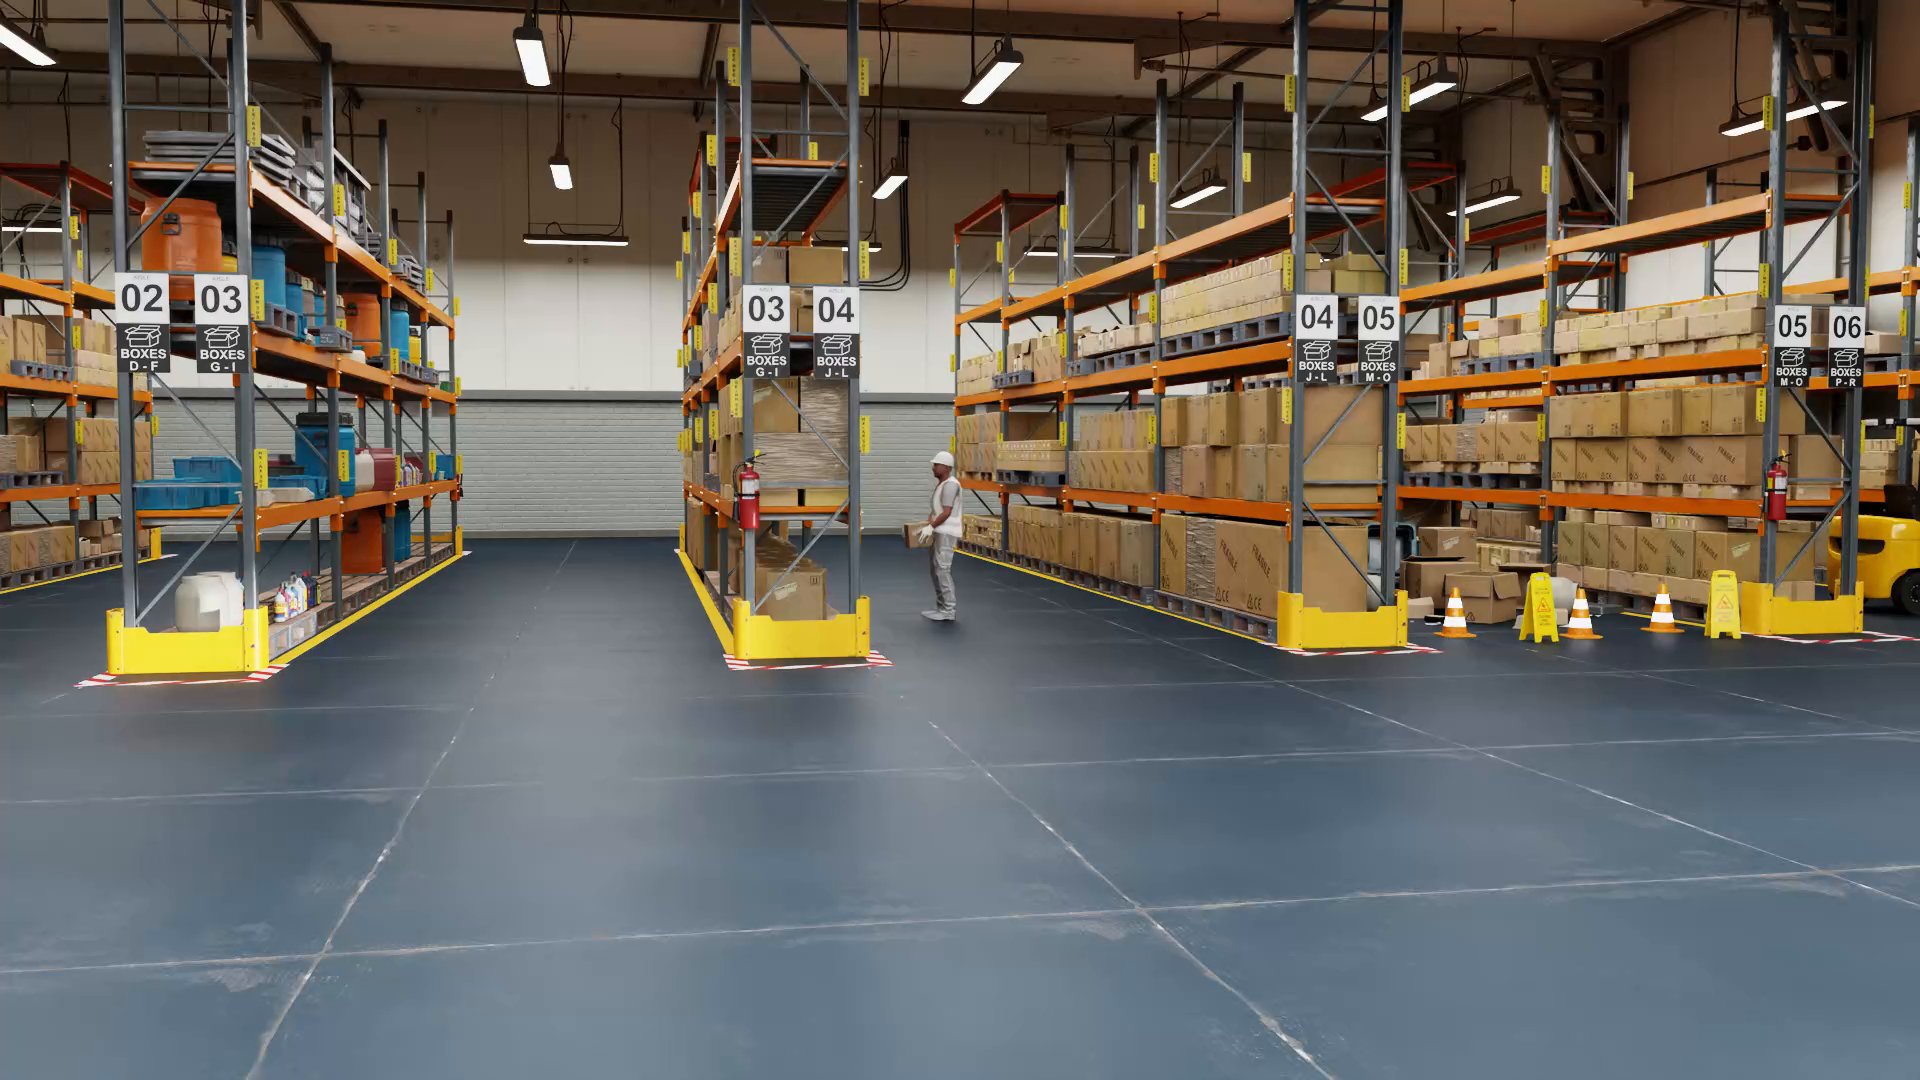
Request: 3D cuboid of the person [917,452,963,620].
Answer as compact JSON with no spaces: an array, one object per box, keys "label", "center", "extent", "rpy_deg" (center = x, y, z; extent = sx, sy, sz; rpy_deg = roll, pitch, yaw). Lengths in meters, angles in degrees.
[{"label":"person","center":[-0.236,-0.045,17.688],"extent":[0.509,1.788,0.546],"rpy_deg":[-1,3,-12]}]
